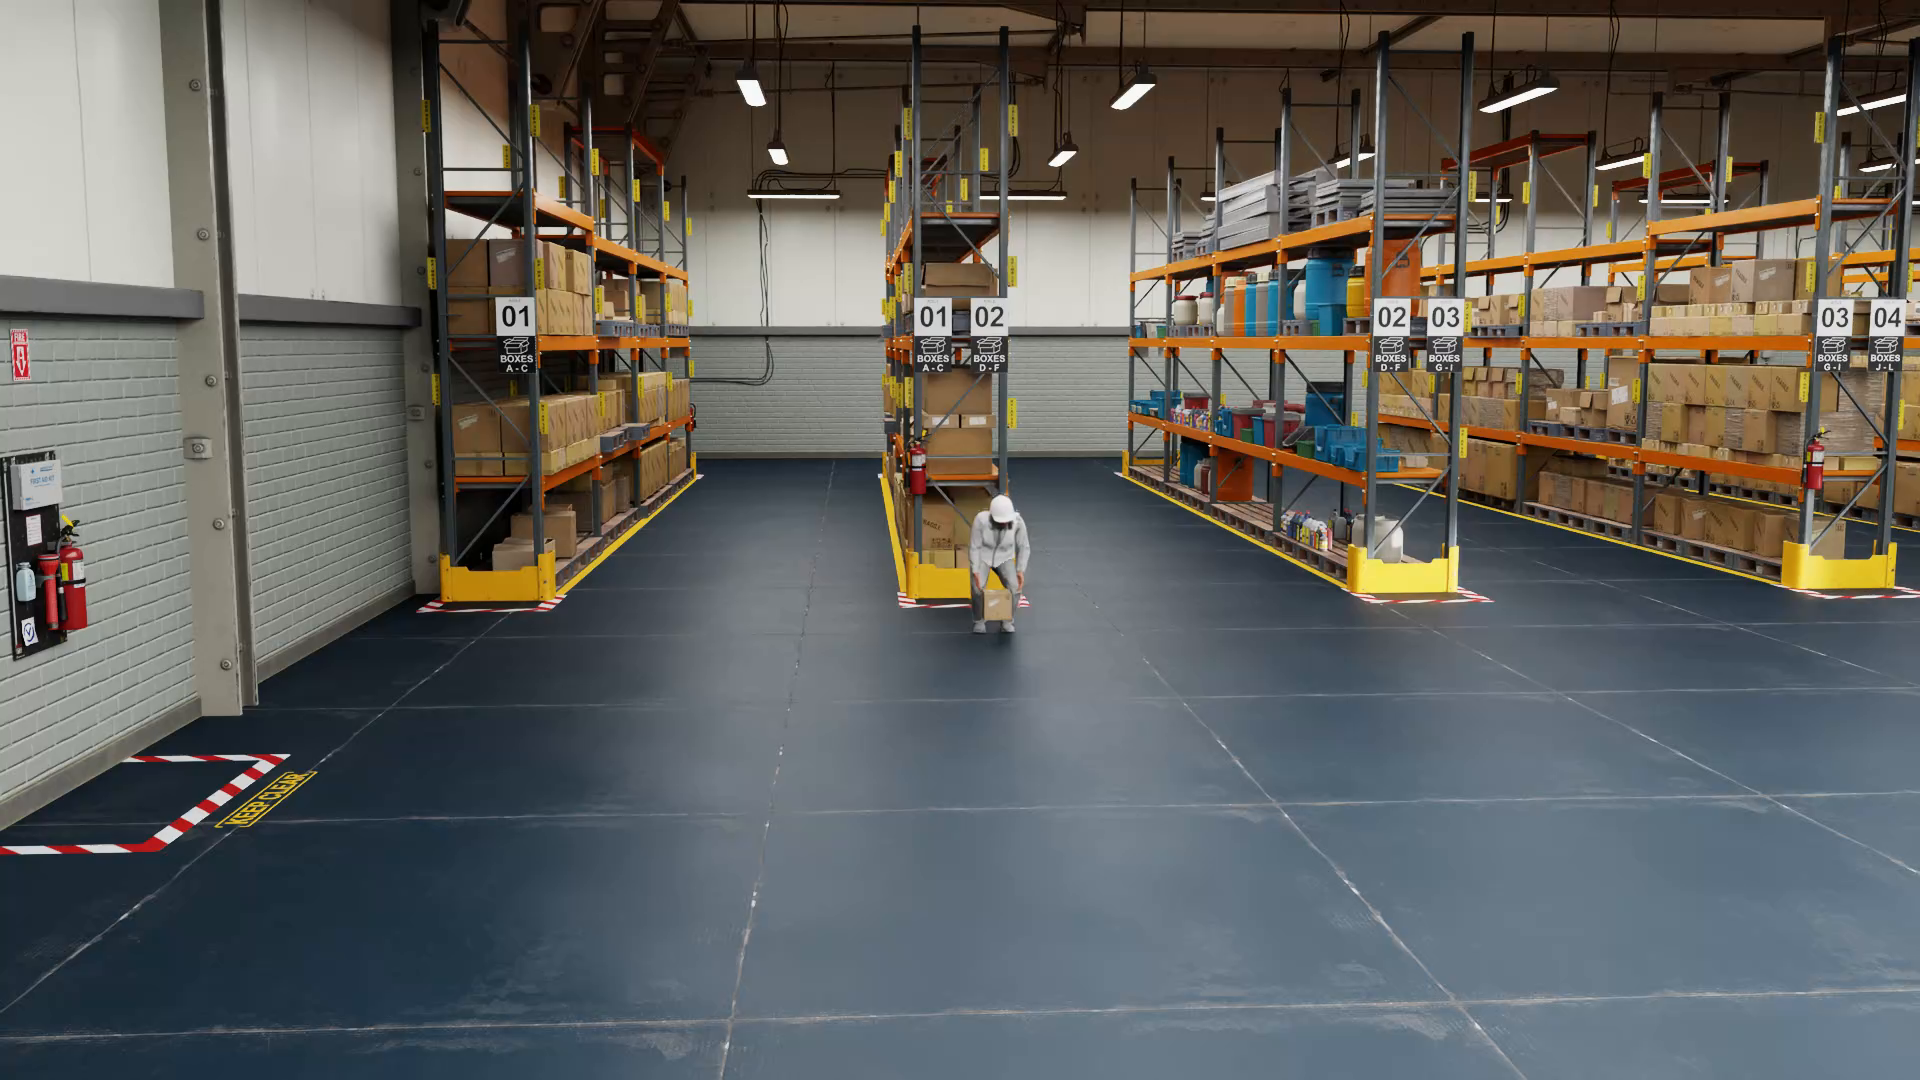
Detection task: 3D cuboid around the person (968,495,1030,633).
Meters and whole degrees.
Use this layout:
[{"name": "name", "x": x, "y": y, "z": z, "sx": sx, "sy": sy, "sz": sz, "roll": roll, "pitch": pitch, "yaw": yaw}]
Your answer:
[{"name": "person", "x": 0.360, "y": 0.215, "z": 15.702, "sx": 0.588, "sy": 1.333, "sz": 0.810, "roll": 0, "pitch": 7, "yaw": -4}]
